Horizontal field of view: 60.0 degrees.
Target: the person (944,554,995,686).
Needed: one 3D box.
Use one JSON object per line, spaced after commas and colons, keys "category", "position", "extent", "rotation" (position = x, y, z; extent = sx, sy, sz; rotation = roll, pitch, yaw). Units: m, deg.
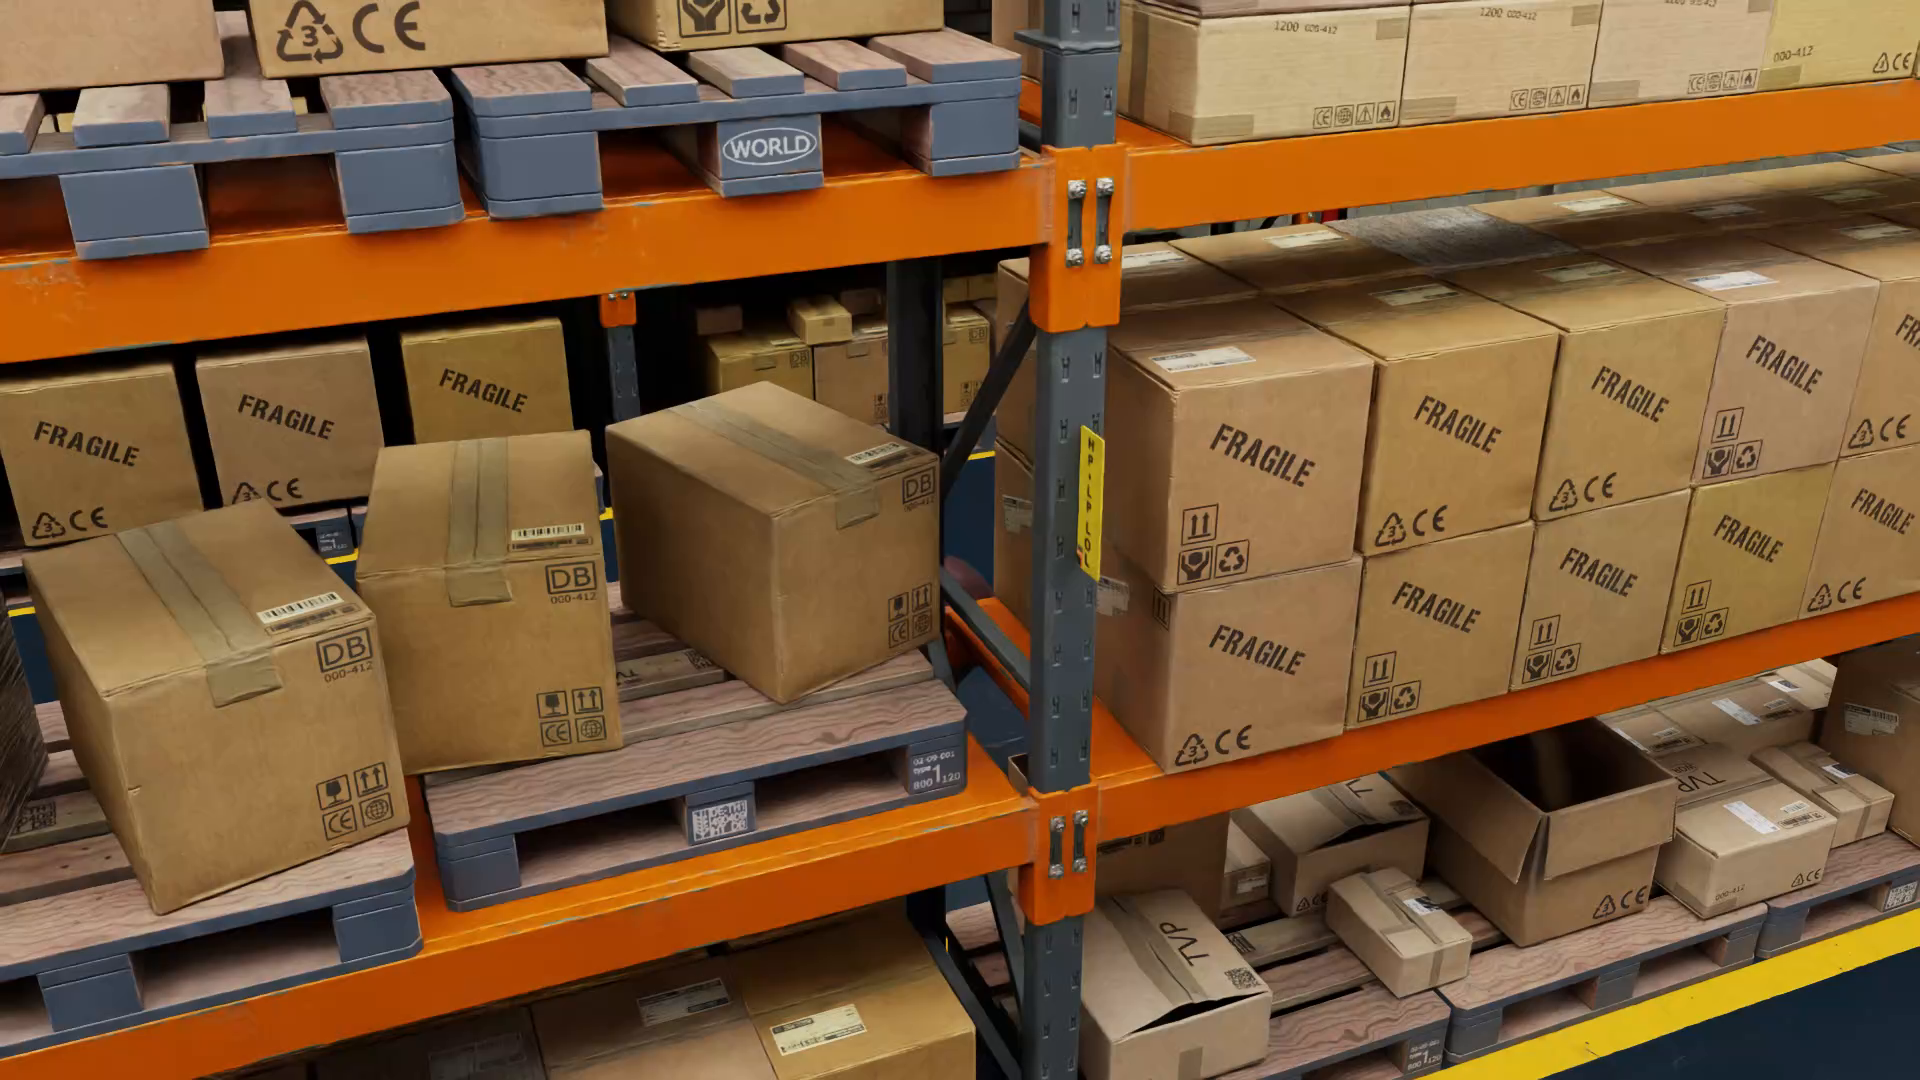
{"category": "person", "position": [-0.306, 0.533, 6.015], "extent": [0.956, 0.931, 0.584], "rotation": [-13, 29, -25]}
